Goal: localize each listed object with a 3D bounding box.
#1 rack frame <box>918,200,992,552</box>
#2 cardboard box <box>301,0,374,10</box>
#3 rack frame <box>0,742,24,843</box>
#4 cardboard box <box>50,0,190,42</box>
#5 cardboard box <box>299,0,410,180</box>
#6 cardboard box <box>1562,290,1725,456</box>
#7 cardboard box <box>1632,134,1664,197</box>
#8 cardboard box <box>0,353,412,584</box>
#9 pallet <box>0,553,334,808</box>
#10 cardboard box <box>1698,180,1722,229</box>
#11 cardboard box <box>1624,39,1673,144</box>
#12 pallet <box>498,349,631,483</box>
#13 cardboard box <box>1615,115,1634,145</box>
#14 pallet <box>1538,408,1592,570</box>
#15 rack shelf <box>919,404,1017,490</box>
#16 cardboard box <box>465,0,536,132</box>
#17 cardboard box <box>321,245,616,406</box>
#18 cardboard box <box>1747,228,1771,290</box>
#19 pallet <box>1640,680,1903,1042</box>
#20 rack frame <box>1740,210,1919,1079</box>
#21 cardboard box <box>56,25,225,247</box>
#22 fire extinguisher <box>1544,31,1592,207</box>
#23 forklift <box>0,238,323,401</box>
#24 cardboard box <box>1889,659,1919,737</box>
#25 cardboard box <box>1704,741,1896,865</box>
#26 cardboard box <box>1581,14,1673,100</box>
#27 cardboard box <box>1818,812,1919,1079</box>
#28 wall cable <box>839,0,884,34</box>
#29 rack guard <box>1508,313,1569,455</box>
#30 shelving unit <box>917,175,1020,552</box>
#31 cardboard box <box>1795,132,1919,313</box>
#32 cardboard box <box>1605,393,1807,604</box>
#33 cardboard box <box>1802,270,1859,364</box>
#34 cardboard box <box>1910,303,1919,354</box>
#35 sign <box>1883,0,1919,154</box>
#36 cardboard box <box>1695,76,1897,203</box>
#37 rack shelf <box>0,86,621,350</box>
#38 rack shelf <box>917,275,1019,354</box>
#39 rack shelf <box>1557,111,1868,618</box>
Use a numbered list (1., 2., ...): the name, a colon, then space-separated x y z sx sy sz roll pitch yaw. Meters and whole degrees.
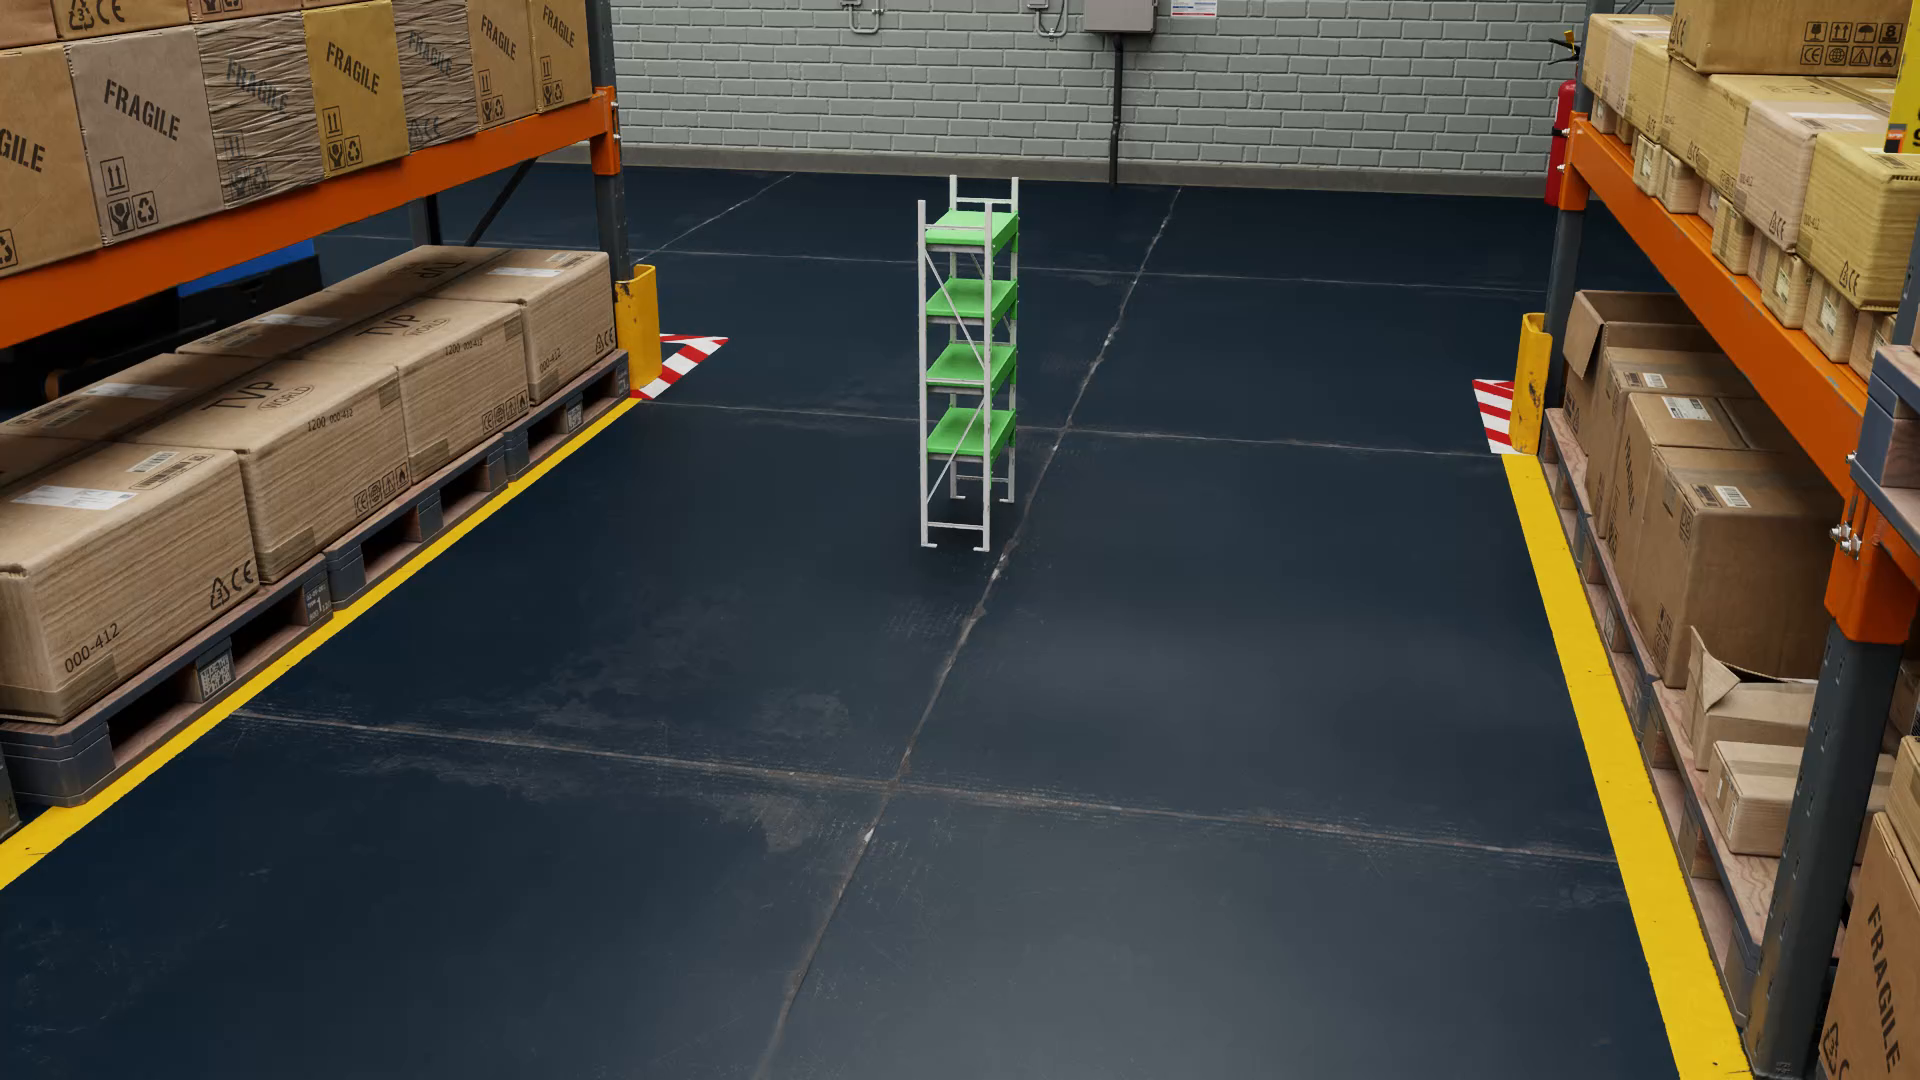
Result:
1. rack frame: -0.016 -0.528 5.558 0.240 1.200 0.015 4 22 11
2. cardboard box: -2.147 -1.921 5.135 0.500 0.500 0.500 4 22 11
3. rack frame: -2.811 -0.700 3.576 1.000 3.000 0.127 4 22 11
4. cardboard box: -2.368 -1.550 4.215 0.500 0.500 0.500 4 22 10
5. cardboard box: -2.139 -1.451 5.308 0.500 0.500 0.500 5 22 13
6. cardboard box: 2.648 -0.606 6.123 0.797 0.503 0.637 4 22 9
7. cardboard box: 2.218 -1.102 4.912 0.380 0.149 0.250 4 22 9
8. cardboard box: -2.396 -0.255 5.339 0.875 0.438 0.875 4 22 9
9. pallet: -2.579 0.322 4.773 1.003 0.211 1.213 4 22 11
10. cardboard box: 2.199 -0.905 4.422 0.380 0.149 0.250 4 22 11
11. cardboard box: 2.306 -1.339 4.965 0.500 0.250 0.500 4 22 10
12. pallet: -2.081 -0.571 6.988 1.003 0.211 1.213 4 22 11
13. cardboard box: 2.523 -1.473 5.833 0.380 0.149 0.250 5 22 12
14. pallet: 2.688 -0.173 6.000 1.003 0.211 1.213 4 22 11
15. rack shelf: 0.034 -0.335 5.893 0.258 0.148 0.480 4 22 11
16. cardboard box: -1.951 -1.830 6.249 0.500 0.500 0.500 4 22 10
17. cardboard box: -2.032 -0.920 6.990 0.875 0.438 0.875 4 22 9
18. cardboard box: 2.008 -0.630 3.738 0.380 0.149 0.250 5 22 12
19. pallet: 2.190 0.720 3.784 1.003 0.211 1.213 4 22 11
20. rack frame: 2.049 -0.323 2.640 1.000 3.000 0.127 4 22 11
21. cardboard box: -2.352 -1.082 4.390 0.500 0.500 0.500 5 22 11
22. fire extinguisher: 2.443 -1.666 6.577 0.296 0.674 0.183 4 22 11
23. forklift: -4.320 -2.116 7.185 1.130 2.935 3.031 7 23 17
24. cardboard box: 2.504 0.423 4.043 0.380 0.149 0.250 4 22 10
25. cardboard box: 1.875 0.579 3.656 0.380 0.149 0.250 4 22 9
26. cardboard box: 2.509 -1.709 5.884 0.500 0.250 0.500 5 22 11
27. cardboard box: 1.730 0.802 2.632 0.500 0.500 0.500 5 23 13
28. wall cable: -0.867 -4.712 12.138 0.585 1.953 0.123 4 22 11
29. rack guard: 2.850 -0.598 6.670 1.175 0.500 0.348 4 22 11
30. shelving unit: 0.034 -0.617 5.780 0.258 1.200 0.503 4 22 11
31. cardboard box: 1.914 -0.596 3.121 0.500 0.250 0.500 5 22 12
32. cardboard box: 2.229 -0.109 4.893 0.500 0.500 0.500 5 22 12
33. cardboard box: 1.899 -0.439 3.265 0.380 0.149 0.250 5 22 12
34. cardboard box: 1.731 -0.404 2.146 0.700 0.500 0.500 5 22 12
35. sign: 1.516 -0.763 2.574 0.100 0.325 0.005 4 22 11
36. cardboard box: 2.116 -0.962 4.029 0.500 0.250 0.500 4 22 11
37. rack shelf: -2.403 -1.098 5.527 1.077 0.370 4.000 4 22 11
38. rack shelf: 0.034 -0.780 5.714 0.258 0.148 0.480 4 22 11
39. rack shelf: 2.457 -0.721 4.590 1.077 0.370 4.000 4 22 11
